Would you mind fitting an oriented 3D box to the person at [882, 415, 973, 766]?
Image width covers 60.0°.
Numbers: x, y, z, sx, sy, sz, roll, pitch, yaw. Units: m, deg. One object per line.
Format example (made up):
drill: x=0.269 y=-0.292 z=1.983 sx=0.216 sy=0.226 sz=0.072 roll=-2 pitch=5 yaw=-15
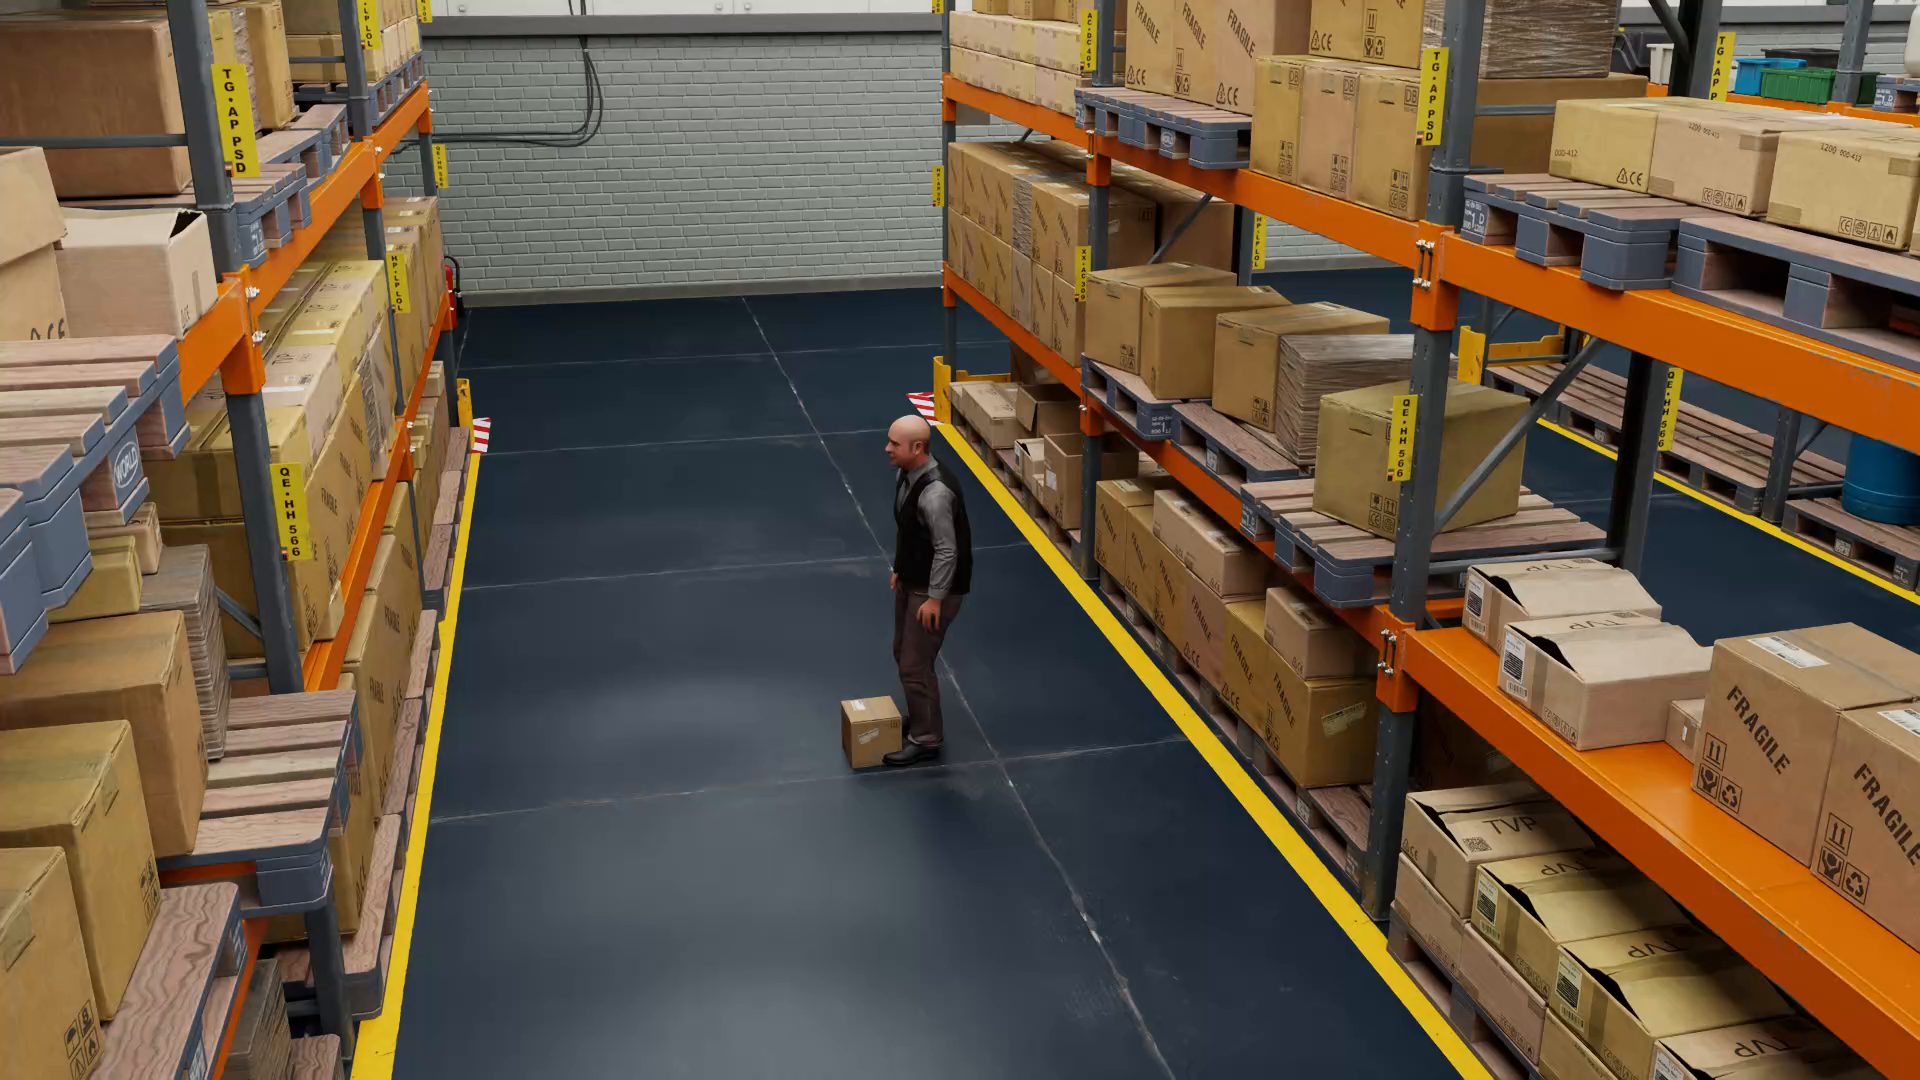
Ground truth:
person: x=-0.187 y=0.228 z=7.961 sx=0.469 sy=1.721 sz=0.594 roll=-6 pitch=20 yaw=-15
